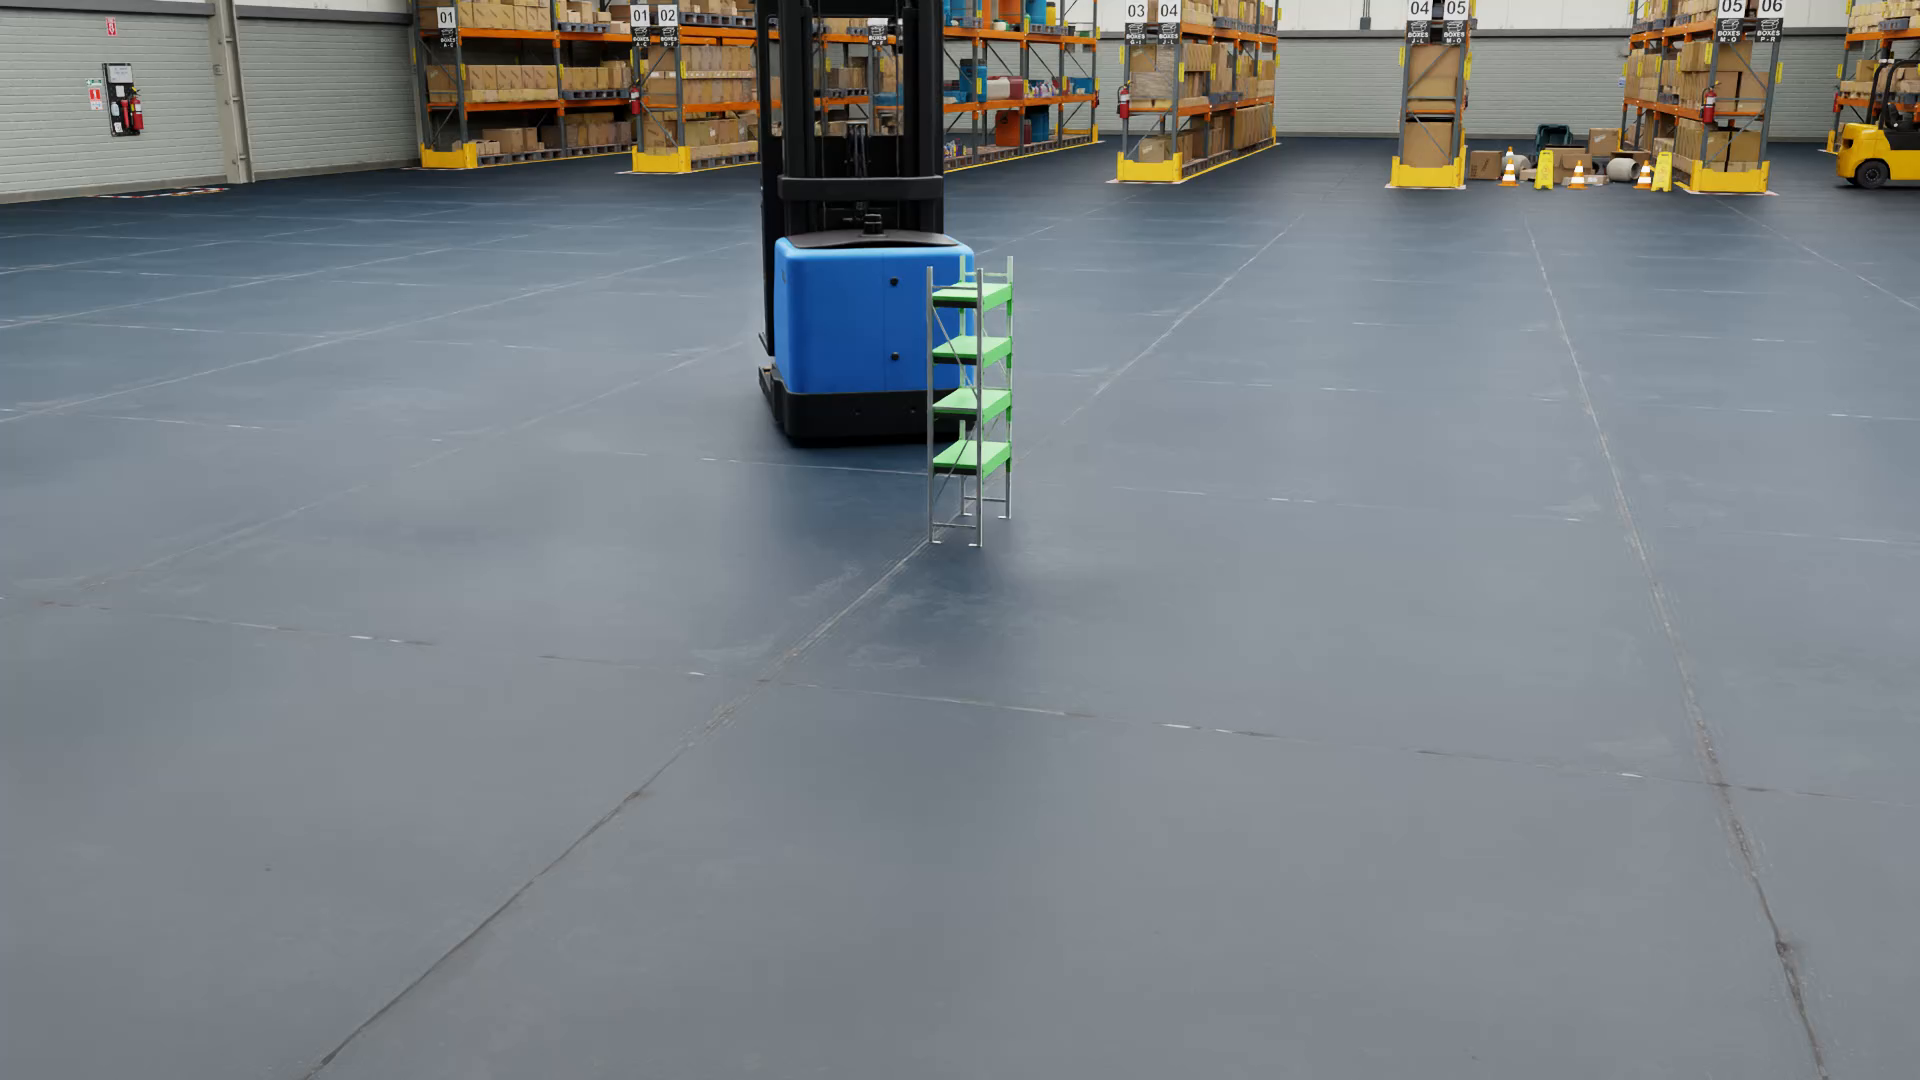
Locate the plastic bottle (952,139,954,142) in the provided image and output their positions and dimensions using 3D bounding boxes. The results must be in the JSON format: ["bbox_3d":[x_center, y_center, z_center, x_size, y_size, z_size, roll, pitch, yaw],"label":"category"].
[{"bbox_3d":[-0.163,-8.302,35.150,0.144,0.351,0.185,5,16,16],"label":"plastic bottle"}]

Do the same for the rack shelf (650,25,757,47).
[{"bbox_3d":[-5.434,-10.503,34.684,1.077,0.370,4.000,5,16,16],"label":"rack shelf"}]

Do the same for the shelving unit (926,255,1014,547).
[{"bbox_3d":[0.047,-0.621,7.318,0.258,1.200,0.503,5,16,16],"label":"shelving unit"}]

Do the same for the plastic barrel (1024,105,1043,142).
[{"bbox_3d":[1.783,-10.504,41.940,0.600,0.901,0.708,5,16,16],"label":"plastic barrel"}]

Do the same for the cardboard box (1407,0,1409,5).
[{"bbox_3d":[7.990,-9.388,28.942,0.380,0.149,0.250,5,16,16],"label":"cardboard box"}]

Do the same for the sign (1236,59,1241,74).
[{"bbox_3d":[6.290,-10.686,37.531,0.100,0.325,0.005,5,16,16],"label":"sign"}]

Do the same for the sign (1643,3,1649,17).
[{"bbox_3d":[15.873,-12.257,38.457,0.100,0.325,0.005,5,16,16],"label":"sign"}]

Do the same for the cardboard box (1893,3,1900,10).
[{"bbox_3d":[20.492,-11.564,36.069,0.380,0.149,0.250,4,16,15],"label":"cardboard box"}]

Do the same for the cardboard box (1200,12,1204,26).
[{"bbox_3d":[4.453,-10.122,32.297,0.500,0.250,0.500,5,16,15],"label":"cardboard box"}]

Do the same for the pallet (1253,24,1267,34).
[{"bbox_3d":[7.147,-12.867,41.862,1.003,0.211,1.213,5,16,16],"label":"pallet"}]

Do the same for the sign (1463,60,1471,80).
[{"bbox_3d":[8.751,-8.113,28.703,0.100,0.325,0.005,5,16,16],"label":"sign"}]

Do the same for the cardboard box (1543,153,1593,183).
[{"bbox_3d":[11.067,-6.800,30.382,0.797,0.503,0.637,-7,17,-23],"label":"cardboard box"}]

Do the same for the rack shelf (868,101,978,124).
[{"bbox_3d":[-0.686,-8.675,33.735,1.077,0.370,4.000,5,16,16],"label":"rack shelf"}]

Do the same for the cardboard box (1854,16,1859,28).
[{"bbox_3d":[21.790,-12.432,39.895,0.500,0.250,0.500,5,17,17],"label":"cardboard box"}]

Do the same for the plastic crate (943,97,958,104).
[{"bbox_3d":[-0.337,-8.973,33.951,0.530,0.136,0.437,5,16,16],"label":"plastic crate"}]

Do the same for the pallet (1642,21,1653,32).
[{"bbox_3d":[16.648,-12.098,39.152,1.003,0.211,1.213,5,16,16],"label":"pallet"}]

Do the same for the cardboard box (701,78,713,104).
[{"bbox_3d":[-5.567,-9.319,34.506,0.700,0.500,0.500,5,17,16],"label":"cardboard box"}]

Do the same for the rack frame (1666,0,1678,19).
[{"bbox_3d":[15.269,-12.324,34.289,1.000,3.000,0.127,5,16,16],"label":"rack frame"}]

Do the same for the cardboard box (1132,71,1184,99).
[{"bbox_3d":[3.677,-8.447,30.884,0.875,0.500,0.500,5,16,16],"label":"cardboard box"}]

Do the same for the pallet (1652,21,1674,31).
[{"bbox_3d":[15.716,-11.256,36.365,1.003,0.211,1.213,5,17,18],"label":"pallet"}]

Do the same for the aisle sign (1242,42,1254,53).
[{"bbox_3d":[7.774,-13.593,44.990,0.394,0.787,0.004,5,16,16],"label":"aisle sign"}]

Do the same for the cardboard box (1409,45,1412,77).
[{"bbox_3d":[8.431,-8.540,29.686,0.875,0.550,0.550,5,16,16],"label":"cardboard box"}]

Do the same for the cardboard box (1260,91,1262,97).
[{"bbox_3d":[7.456,-11.322,42.209,0.380,0.149,0.250,5,17,18],"label":"cardboard box"}]

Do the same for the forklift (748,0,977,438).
[{"bbox_3d":[-0.686,-2.323,10.147,1.130,2.935,3.031,-3,16,-10],"label":"forklift"}]

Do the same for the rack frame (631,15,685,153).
[{"bbox_3d":[-6.003,-8.883,33.150,1.000,3.000,0.127,5,16,16],"label":"rack frame"}]

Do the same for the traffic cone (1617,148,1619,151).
[{"bbox_3d":[13.142,-7.604,33.291,0.336,0.463,0.334,5,16,16],"label":"traffic cone"}]

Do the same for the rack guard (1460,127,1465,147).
[{"bbox_3d":[12.746,-10.666,44.018,1.175,0.500,0.348,5,16,16],"label":"rack guard"}]

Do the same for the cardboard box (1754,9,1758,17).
[{"bbox_3d":[13.401,-8.729,27.571,0.380,0.149,0.250,5,16,16],"label":"cardboard box"}]

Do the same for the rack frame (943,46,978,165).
[{"bbox_3d":[-0.118,-9.544,35.482,1.000,3.000,0.127,5,16,16],"label":"rack frame"}]

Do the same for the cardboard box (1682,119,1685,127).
[{"bbox_3d":[13.468,-7.648,30.502,0.380,0.149,0.250,5,17,18],"label":"cardboard box"}]

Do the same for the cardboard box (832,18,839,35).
[{"bbox_3d":[-3.493,-12.717,40.988,0.910,0.500,0.500,5,16,16],"label":"cardboard box"}]

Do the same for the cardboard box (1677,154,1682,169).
[{"bbox_3d":[13.565,-6.997,30.771,0.500,0.250,0.500,6,17,19],"label":"cardboard box"}]

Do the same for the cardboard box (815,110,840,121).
[{"bbox_3d":[-3.390,-10.892,42.633,0.500,0.250,0.500,4,16,15],"label":"cardboard box"}]

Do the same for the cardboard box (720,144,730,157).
[{"bbox_3d":[-5.209,-8.278,35.285,0.500,0.250,0.500,5,16,16],"label":"cardboard box"}]

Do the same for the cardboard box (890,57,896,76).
[{"bbox_3d":[-2.043,-12.788,44.902,0.500,0.500,0.500,4,16,14],"label":"cardboard box"}]

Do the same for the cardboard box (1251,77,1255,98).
[{"bbox_3d":[6.886,-11.029,40.533,0.500,0.500,0.500,5,17,18],"label":"cardboard box"}]

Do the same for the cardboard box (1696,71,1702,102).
[{"bbox_3d":[13.032,-7.831,28.711,0.500,0.500,0.500,5,16,16],"label":"cardboard box"}]

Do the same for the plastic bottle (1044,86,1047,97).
[{"bbox_3d":[2.106,-11.222,41.624,0.152,0.276,0.135,5,16,16],"label":"plastic bottle"}]

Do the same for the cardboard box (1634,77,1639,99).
[{"bbox_3d":[16.433,-10.809,39.758,0.500,0.500,0.500,4,16,15],"label":"cardboard box"}]

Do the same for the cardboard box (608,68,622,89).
[{"bbox_3d":[-8.737,-11.347,40.847,0.700,0.500,0.500,3,16,11],"label":"cardboard box"}]

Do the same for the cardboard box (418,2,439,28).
[{"bbox_3d":[-10.878,-10.896,34.530,0.500,0.500,0.500,6,17,20],"label":"cardboard box"}]

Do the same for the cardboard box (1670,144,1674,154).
[{"bbox_3d":[14.279,-7.467,32.204,0.950,0.372,0.625,5,17,17],"label":"cardboard box"}]

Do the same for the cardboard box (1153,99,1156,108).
[{"bbox_3d":[3.449,-8.149,31.022,0.380,0.149,0.250,5,16,16],"label":"cardboard box"}]

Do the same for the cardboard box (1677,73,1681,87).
[{"bbox_3d":[14.043,-8.924,31.796,0.500,0.500,0.500,4,16,15],"label":"cardboard box"}]

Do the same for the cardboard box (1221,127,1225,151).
[{"bbox_3d":[5.596,-9.039,37.475,0.700,0.500,0.500,4,16,13],"label":"cardboard box"}]

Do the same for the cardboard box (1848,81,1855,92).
[{"bbox_3d":[21.631,-10.856,39.835,0.500,0.250,0.500,4,16,15],"label":"cardboard box"}]

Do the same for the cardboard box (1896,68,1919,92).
[{"bbox_3d":[20.316,-9.747,35.239,0.797,0.503,0.637,4,16,15],"label":"cardboard box"}]

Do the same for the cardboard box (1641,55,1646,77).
[{"bbox_3d":[16.005,-10.921,38.320,0.500,0.500,0.500,5,17,17],"label":"cardboard box"}]

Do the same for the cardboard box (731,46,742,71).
[{"bbox_3d":[-5.129,-10.353,35.772,0.700,0.500,0.500,5,16,16],"label":"cardboard box"}]

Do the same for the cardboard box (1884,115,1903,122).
[{"bbox_3d":[20.781,-9.411,37.088,0.380,0.149,0.250,4,16,13],"label":"cardboard box"}]

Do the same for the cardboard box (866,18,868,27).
[{"bbox_3d":[-2.216,-13.742,44.142,0.500,0.250,0.500,5,16,16],"label":"cardboard box"}]

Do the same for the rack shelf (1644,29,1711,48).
[{"bbox_3d":[15.837,-11.059,36.642,1.077,0.370,4.000,5,16,16],"label":"rack shelf"}]

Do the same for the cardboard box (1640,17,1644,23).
[{"bbox_3d":[17.013,-12.837,41.100,0.380,0.149,0.250,5,17,18],"label":"cardboard box"}]

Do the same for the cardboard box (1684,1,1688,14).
[{"bbox_3d":[14.454,-10.394,32.486,0.500,0.250,0.500,5,17,17],"label":"cardboard box"}]

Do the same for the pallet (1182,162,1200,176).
[{"bbox_3d":[4.129,-7.320,32.750,1.003,0.211,1.213,5,16,16],"label":"pallet"}]

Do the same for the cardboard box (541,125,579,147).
[{"bbox_3d":[-9.423,-9.516,39.155,0.700,0.500,0.500,5,17,18],"label":"cardboard box"}]
